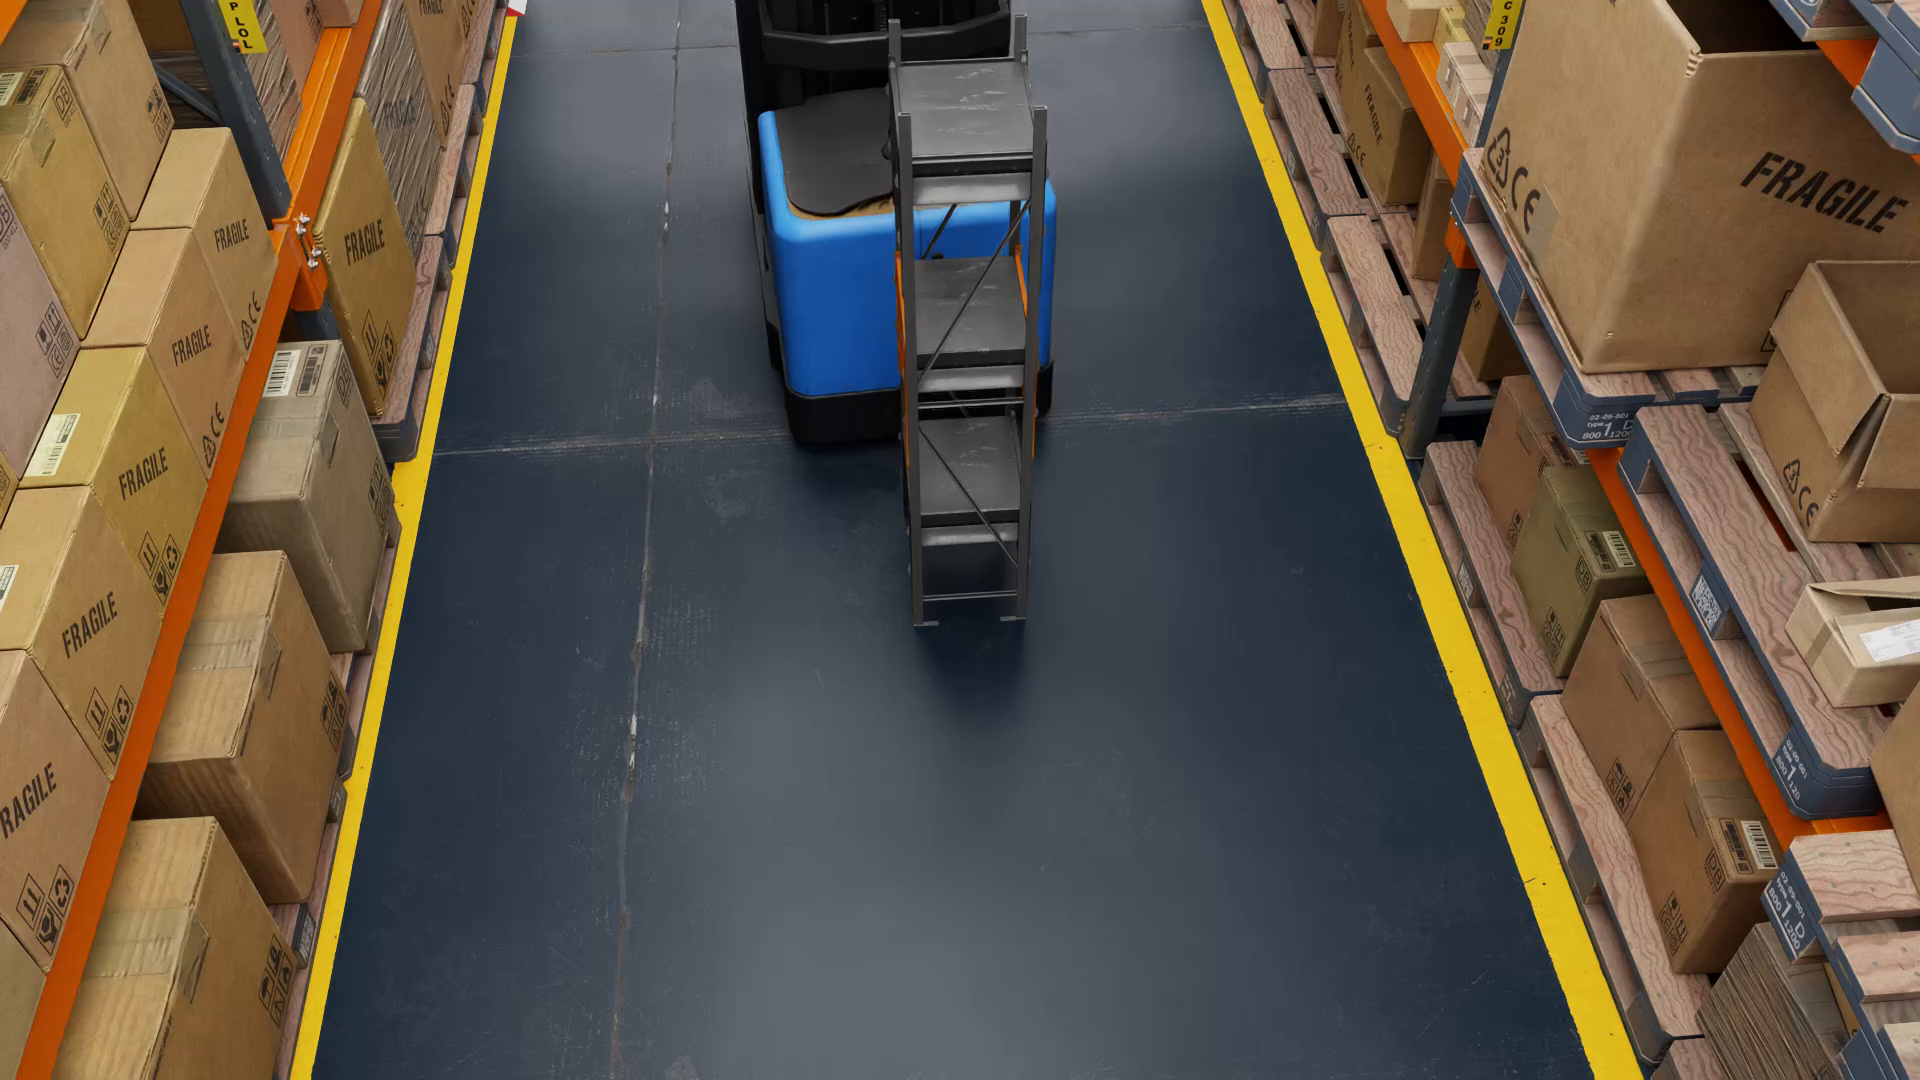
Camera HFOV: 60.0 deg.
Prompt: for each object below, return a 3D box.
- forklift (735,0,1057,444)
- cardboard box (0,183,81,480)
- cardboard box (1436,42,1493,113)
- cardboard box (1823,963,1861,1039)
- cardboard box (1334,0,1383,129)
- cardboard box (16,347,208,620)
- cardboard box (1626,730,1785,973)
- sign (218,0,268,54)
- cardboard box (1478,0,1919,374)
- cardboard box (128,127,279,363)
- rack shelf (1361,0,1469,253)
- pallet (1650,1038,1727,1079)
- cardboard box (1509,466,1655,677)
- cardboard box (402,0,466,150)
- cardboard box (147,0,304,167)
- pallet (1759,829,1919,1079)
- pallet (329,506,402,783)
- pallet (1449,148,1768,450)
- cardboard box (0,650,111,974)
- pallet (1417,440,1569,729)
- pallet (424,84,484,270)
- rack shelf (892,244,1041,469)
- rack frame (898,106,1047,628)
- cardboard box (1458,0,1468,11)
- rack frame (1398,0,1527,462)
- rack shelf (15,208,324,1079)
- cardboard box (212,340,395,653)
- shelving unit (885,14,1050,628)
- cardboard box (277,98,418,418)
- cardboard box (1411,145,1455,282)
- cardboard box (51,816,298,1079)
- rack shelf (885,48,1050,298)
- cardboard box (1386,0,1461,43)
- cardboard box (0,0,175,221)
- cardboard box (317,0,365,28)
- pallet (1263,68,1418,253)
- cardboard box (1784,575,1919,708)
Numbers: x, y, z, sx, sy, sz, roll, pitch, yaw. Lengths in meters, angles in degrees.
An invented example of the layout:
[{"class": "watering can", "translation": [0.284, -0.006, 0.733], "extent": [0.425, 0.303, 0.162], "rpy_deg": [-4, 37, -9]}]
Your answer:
[{"class": "forklift", "translation": [-0.384, -2.468, 6.569], "extent": [1.130, 2.935, 3.031], "rpy_deg": [-7, 47, -6]}, {"class": "cardboard box", "translation": [-2.568, -0.470, 3.871], "extent": [0.700, 0.500, 0.500], "rpy_deg": [-3, 47, -3]}, {"class": "cardboard box", "translation": [1.926, -1.649, 5.919], "extent": [0.380, 0.149, 0.250], "rpy_deg": [-3, 47, -3]}, {"class": "cardboard box", "translation": [2.443, 1.062, 4.080], "extent": [0.500, 0.250, 0.500], "rpy_deg": [1, 47, 1]}, {"class": "cardboard box", "translation": [2.067, -2.258, 7.755], "extent": [0.500, 0.500, 0.500], "rpy_deg": [0, 47, 0]}, {"class": "cardboard box", "translation": [-2.308, -0.130, 4.238], "extent": [0.500, 0.500, 0.500], "rpy_deg": [-3, 47, -3]}, {"class": "cardboard box", "translation": [2.394, 0.892, 4.758], "extent": [0.700, 0.500, 0.500], "rpy_deg": [0, 47, 0]}, {"class": "sign", "translation": [-2.163, -1.599, 4.955], "extent": [0.100, 0.325, 0.005], "rpy_deg": [-3, 47, -3]}, {"class": "cardboard box", "translation": [2.175, -1.184, 4.603], "extent": [1.000, 1.000, 1.000], "rpy_deg": [-3, 47, -3]}, {"class": "cardboard box", "translation": [-2.393, -0.861, 4.931], "extent": [0.500, 0.500, 0.500], "rpy_deg": [-4, 47, -4]}, {"class": "rack shelf", "translation": [2.081, -2.616, 7.157], "extent": [1.077, 0.370, 4.000], "rpy_deg": [-3, 47, -3]}, {"class": "pallet", "translation": [2.519, 1.871, 4.332], "extent": [1.003, 0.211, 1.213], "rpy_deg": [-3, 47, -3]}, {"class": "cardboard box", "translation": [2.299, 0.084, 5.523], "extent": [0.700, 0.500, 0.500], "rpy_deg": [-4, 47, -4]}, {"class": "cardboard box", "translation": [-2.839, -2.373, 7.605], "extent": [0.875, 0.875, 0.875], "rpy_deg": [-4, 47, -4]}, {"class": "cardboard box", "translation": [-2.746, -1.506, 5.507], "extent": [0.875, 0.550, 0.550], "rpy_deg": [-3, 47, -3]}, {"class": "pallet", "translation": [2.417, 1.035, 3.336], "extent": [1.213, 0.211, 1.003], "rpy_deg": [-3, 47, -3]}, {"class": "pallet", "translation": [-2.563, 0.325, 5.797], "extent": [1.003, 0.211, 1.213], "rpy_deg": [-3, 47, -3]}, {"class": "pallet", "translation": [2.167, -0.789, 5.063], "extent": [1.003, 0.211, 1.213], "rpy_deg": [-3, 47, -3]}, {"class": "cardboard box", "translation": [-2.224, 0.598, 3.549], "extent": [0.500, 0.500, 0.500], "rpy_deg": [-4, 47, -3]}, {"class": "pallet", "translation": [2.315, 0.106, 6.004], "extent": [1.003, 0.211, 1.213], "rpy_deg": [-3, 47, -3]}, {"class": "pallet", "translation": [-2.794, -1.669, 7.685], "extent": [1.003, 0.211, 1.213], "rpy_deg": [-3, 47, -3]}, {"class": "rack shelf", "translation": [0.014, -0.593, 5.384], "extent": [0.431, 0.518, 0.480], "rpy_deg": [-3, 47, -3]}, {"class": "rack frame", "translation": [0.034, -0.426, 5.207], "extent": [0.400, 2.100, 0.015], "rpy_deg": [-3, 47, -3]}, {"class": "cardboard box", "translation": [2.265, -2.246, 6.038], "extent": [0.875, 0.500, 0.500], "rpy_deg": [-3, 47, -3]}, {"class": "rack frame", "translation": [2.248, -1.416, 5.525], "extent": [1.000, 3.000, 0.127], "rpy_deg": [-3, 47, -3]}, {"class": "rack shelf", "translation": [-2.535, 0.506, 4.200], "extent": [1.077, 0.370, 4.000], "rpy_deg": [-3, 47, -3]}, {"class": "cardboard box", "translation": [-2.561, -0.115, 5.553], "extent": [1.050, 0.750, 0.750], "rpy_deg": [-4, 47, -3]}, {"class": "shelving unit", "translation": [0.014, -0.602, 5.374], "extent": [0.431, 2.100, 0.503], "rpy_deg": [-3, 47, -3]}, {"class": "cardboard box", "translation": [-2.686, -1.061, 6.363], "extent": [0.875, 0.875, 0.875], "rpy_deg": [-3, 47, -3]}, {"class": "cardboard box", "translation": [2.199, -1.407, 6.949], "extent": [0.500, 0.500, 0.500], "rpy_deg": [10, 47, 9]}, {"class": "cardboard box", "translation": [-2.406, 1.257, 4.254], "extent": [1.050, 0.750, 0.750], "rpy_deg": [-3, 47, -3]}, {"class": "rack shelf", "translation": [0.014, -1.074, 4.876], "extent": [0.431, 0.518, 0.480], "rpy_deg": [-3, 47, -3]}, {"class": "cardboard box", "translation": [1.833, -2.008, 6.258], "extent": [0.380, 0.149, 0.250], "rpy_deg": [-3, 47, -3]}, {"class": "cardboard box", "translation": [-2.655, -1.207, 4.570], "extent": [0.700, 0.500, 0.500], "rpy_deg": [-4, 47, -4]}, {"class": "cardboard box", "translation": [-2.742, -2.300, 6.259], "extent": [0.875, 0.550, 0.550], "rpy_deg": [-3, 47, -3]}, {"class": "pallet", "translation": [2.052, -1.826, 7.834], "extent": [1.003, 0.211, 1.213], "rpy_deg": [-3, 47, -3]}, {"class": "cardboard box", "translation": [2.174, 0.189, 3.808], "extent": [0.396, 0.266, 0.258], "rpy_deg": [-5, 47, -4]}]
